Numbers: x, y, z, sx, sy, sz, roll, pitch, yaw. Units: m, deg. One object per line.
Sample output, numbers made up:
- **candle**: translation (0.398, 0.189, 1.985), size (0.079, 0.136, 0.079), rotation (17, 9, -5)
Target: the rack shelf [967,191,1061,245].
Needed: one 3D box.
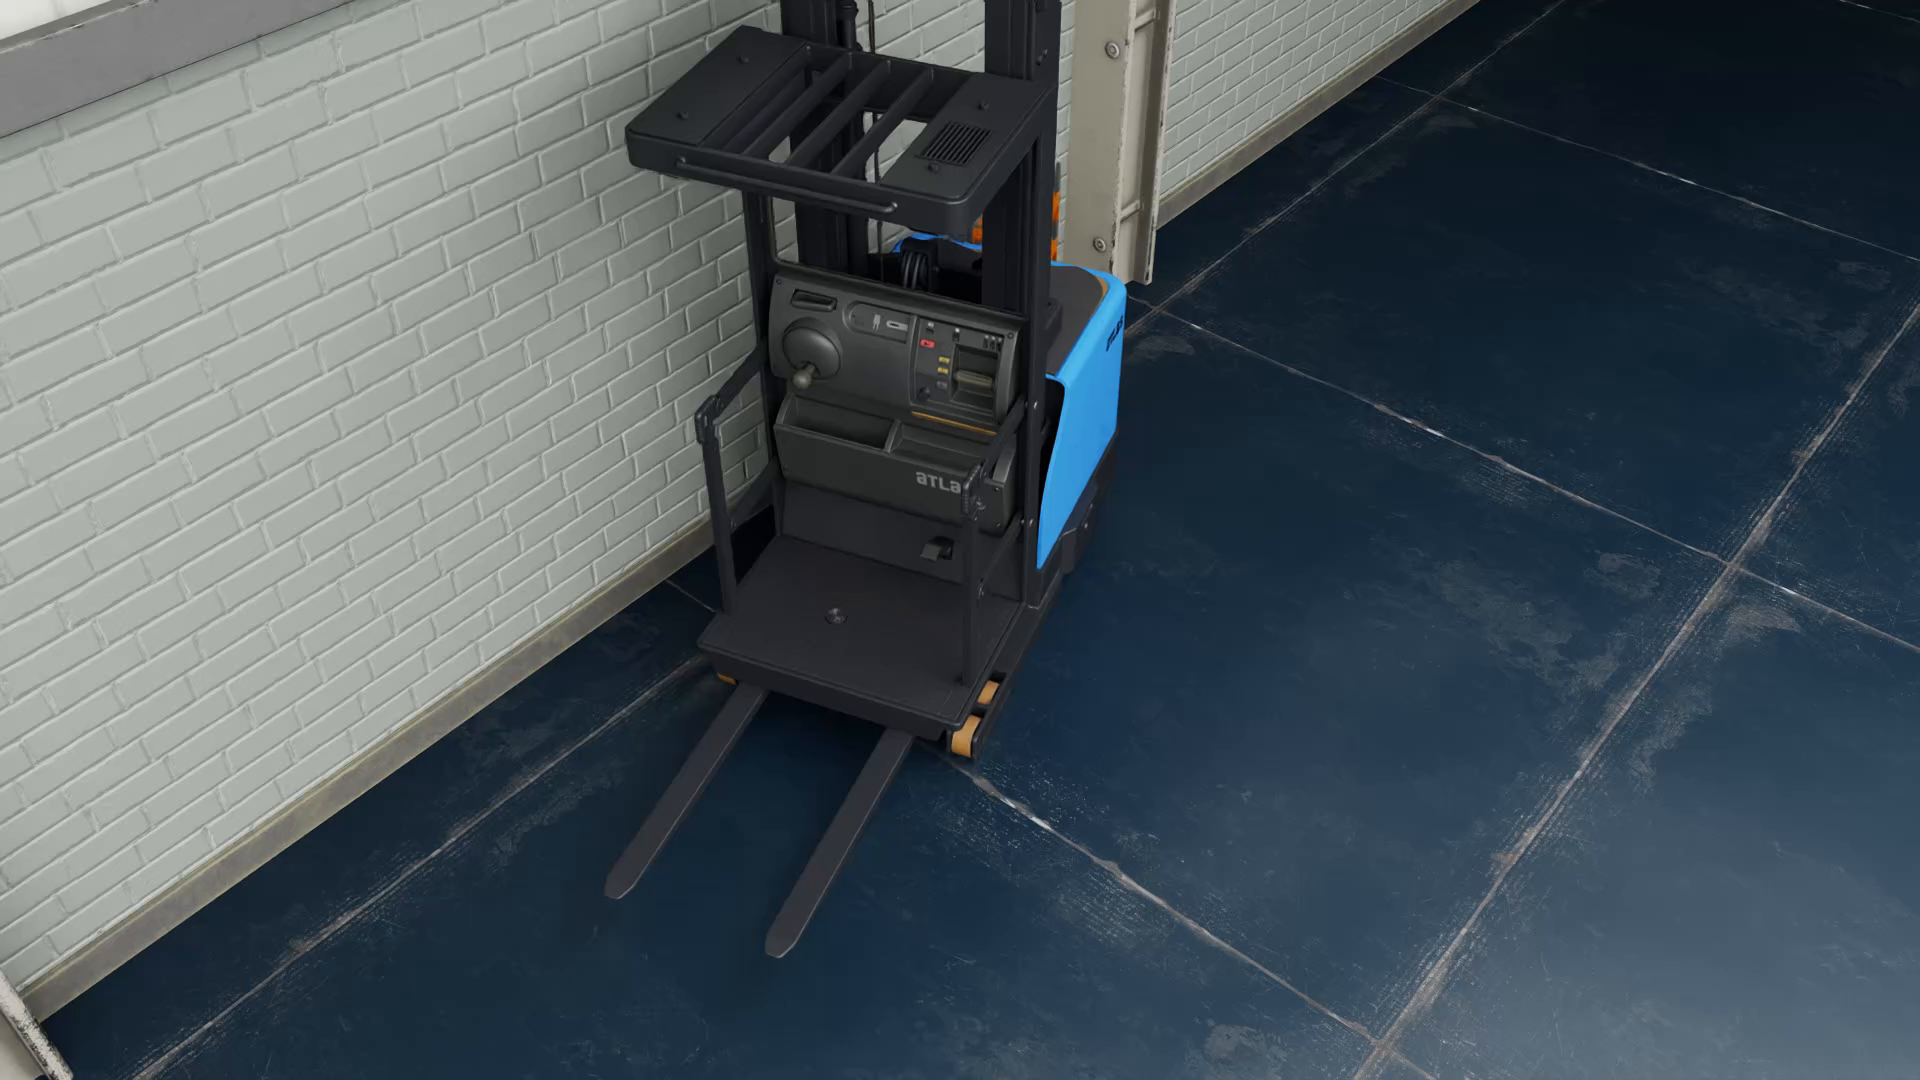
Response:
- **rack shelf**: translation (0.238, -1.373, 7.284), size (0.258, 0.148, 0.480), rotation (15, 44, 16)

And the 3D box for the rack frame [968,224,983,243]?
- **rack frame**: translation (0.146, -0.930, 7.381), size (0.240, 1.200, 0.015), rotation (15, 44, 16)

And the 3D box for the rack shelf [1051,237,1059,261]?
- **rack shelf**: translation (0.238, -1.198, 7.443), size (0.258, 0.148, 0.480), rotation (15, 44, 16)

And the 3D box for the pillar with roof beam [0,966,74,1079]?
- **pillar with roof beam**: translation (0.201, 0.296, 0.236), size (9.100, 9.000, 0.400), rotation (29, 50, 28)

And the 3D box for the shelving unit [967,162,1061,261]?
- **shelving unit**: translation (0.238, -1.082, 7.548), size (0.258, 1.200, 0.503), rotation (15, 44, 16)

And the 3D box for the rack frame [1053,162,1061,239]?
- **rack frame**: translation (0.330, -1.234, 7.715), size (0.240, 1.200, 0.015), rotation (15, 44, 16)

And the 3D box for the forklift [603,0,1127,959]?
- **forklift**: translation (-0.323, -0.583, 5.713), size (1.130, 2.935, 3.031), rotation (15, 44, 16)

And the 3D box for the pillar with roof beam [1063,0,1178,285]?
- **pillar with roof beam**: translation (4.063, -2.794, 3.634), size (9.100, 9.000, 0.400), rotation (29, 50, 28)
